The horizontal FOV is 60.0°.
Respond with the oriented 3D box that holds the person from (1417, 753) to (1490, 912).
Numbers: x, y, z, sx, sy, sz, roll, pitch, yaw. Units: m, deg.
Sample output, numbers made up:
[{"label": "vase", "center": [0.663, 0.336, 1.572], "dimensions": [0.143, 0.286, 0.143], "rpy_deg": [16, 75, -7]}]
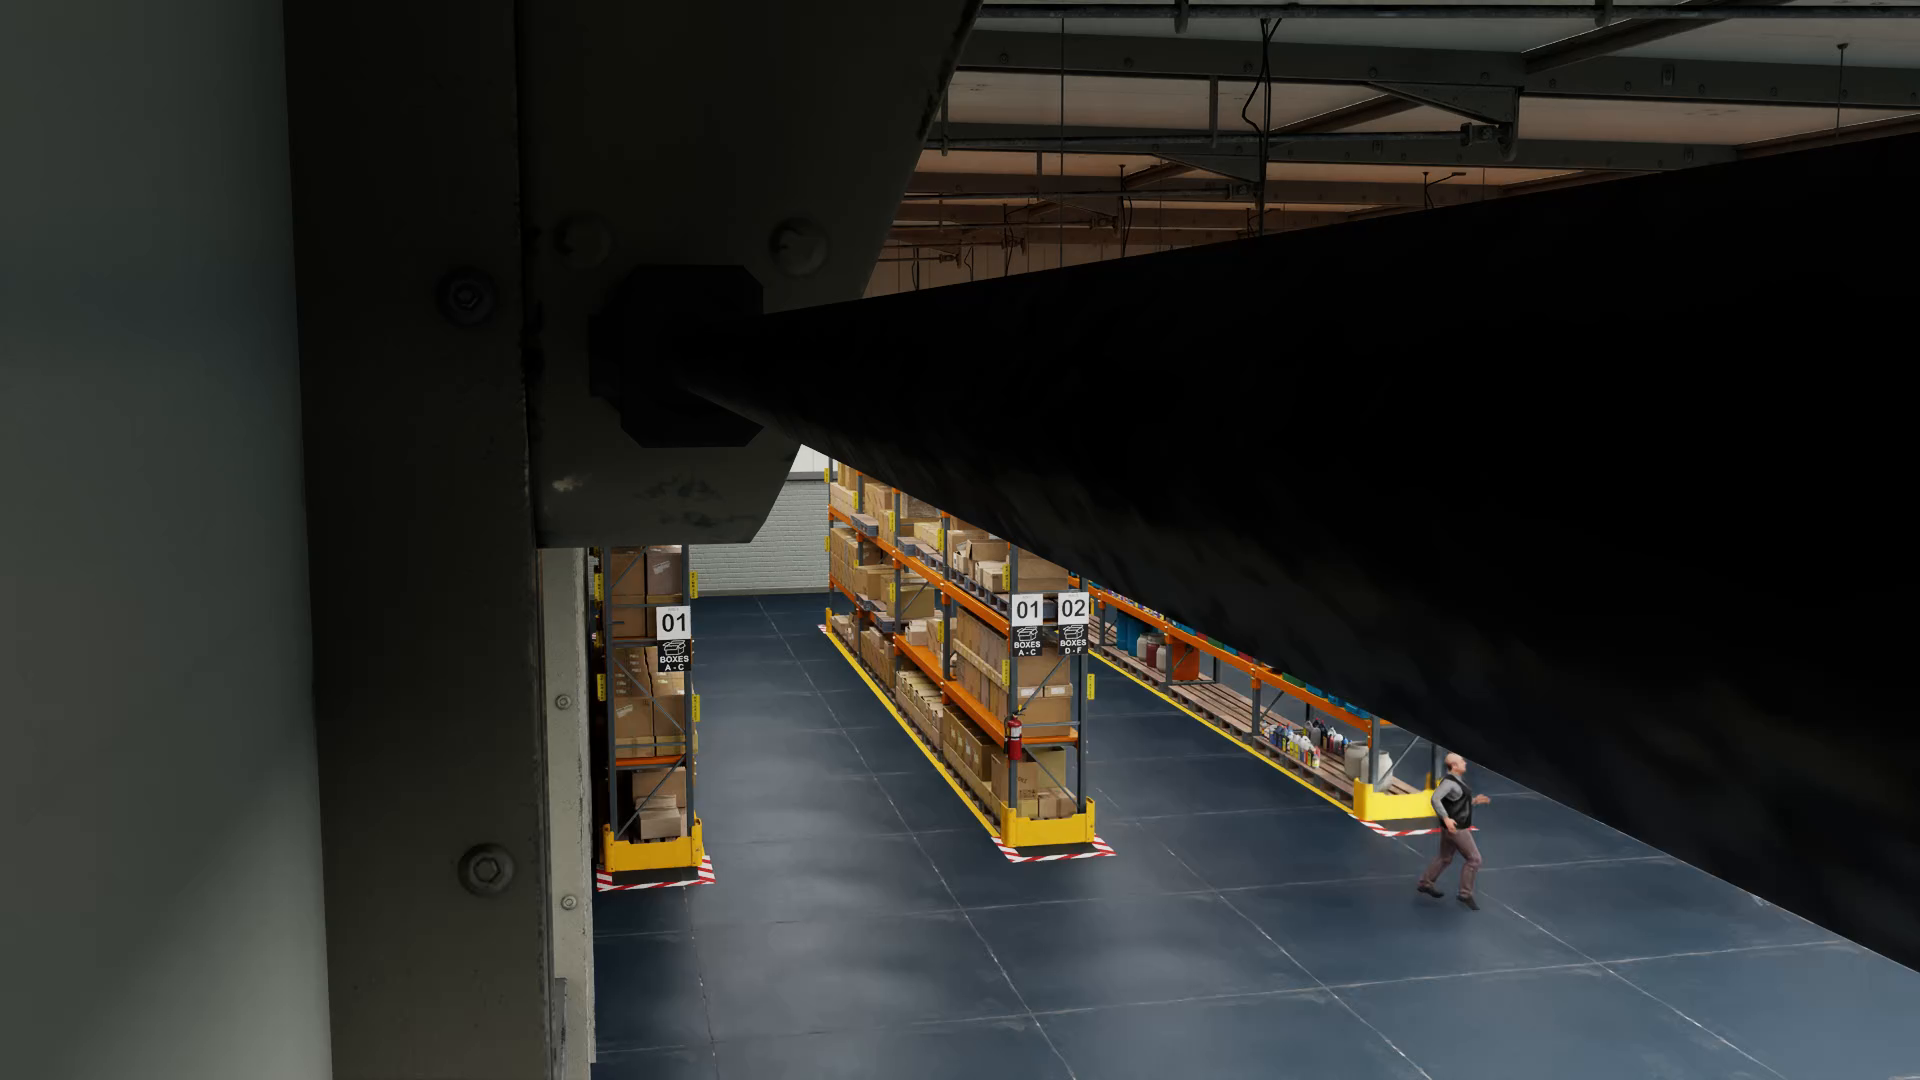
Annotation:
[{"label": "person", "center": [5.552, 3.268, 18.686], "dimensions": [0.764, 1.780, 0.630], "rpy_deg": [2, 7, 13]}]
